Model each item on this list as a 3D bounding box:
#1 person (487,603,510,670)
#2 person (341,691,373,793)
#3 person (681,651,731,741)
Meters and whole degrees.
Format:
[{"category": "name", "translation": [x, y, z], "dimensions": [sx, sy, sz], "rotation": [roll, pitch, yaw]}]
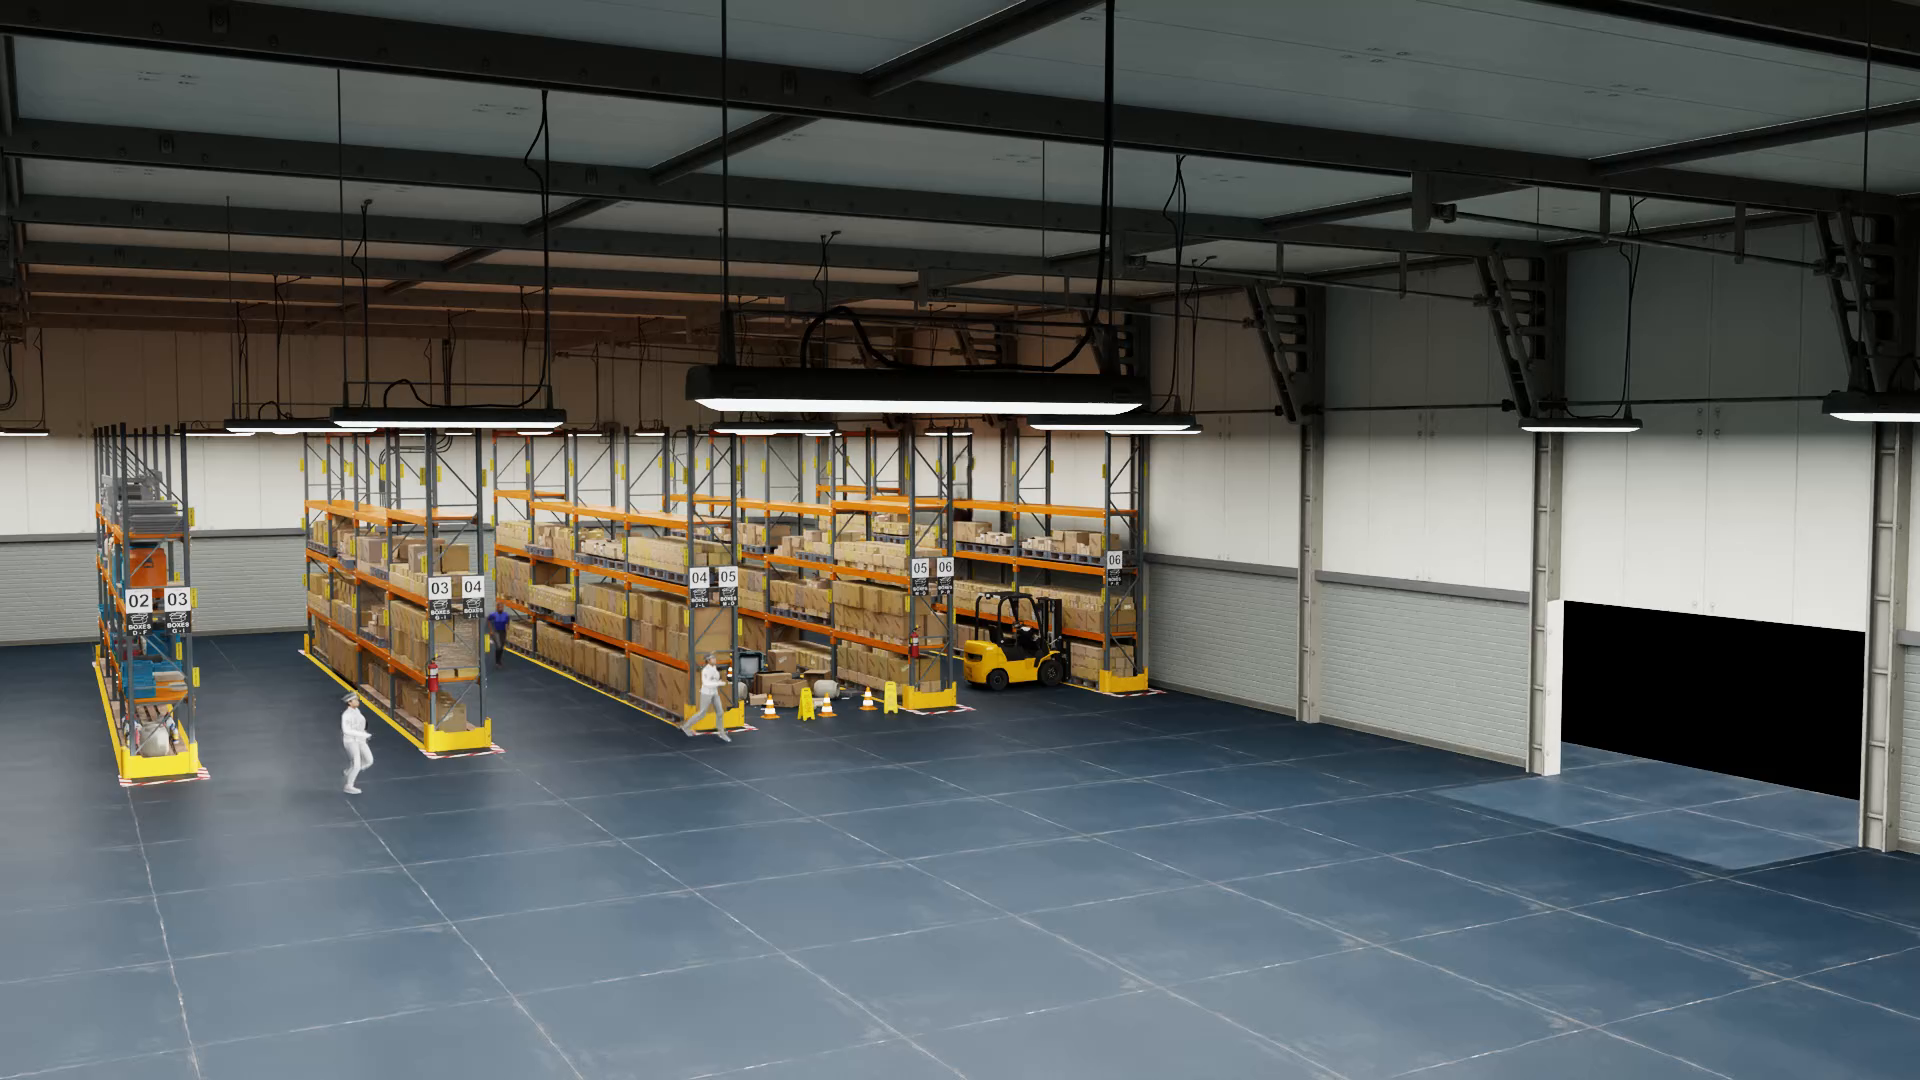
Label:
[{"category": "person", "translation": [-11.527, 2.414, 41.615], "dimensions": [0.506, 1.692, 0.846], "rotation": [-3, 4, -38]}, {"category": "person", "translation": [-9.753, 3.266, 26.904], "dimensions": [0.538, 1.659, 0.604], "rotation": [0, 3, 6]}, {"category": "person", "translation": [-4.810, 2.961, 31.609], "dimensions": [0.930, 1.726, 0.620], "rotation": [1, 4, 17]}]
